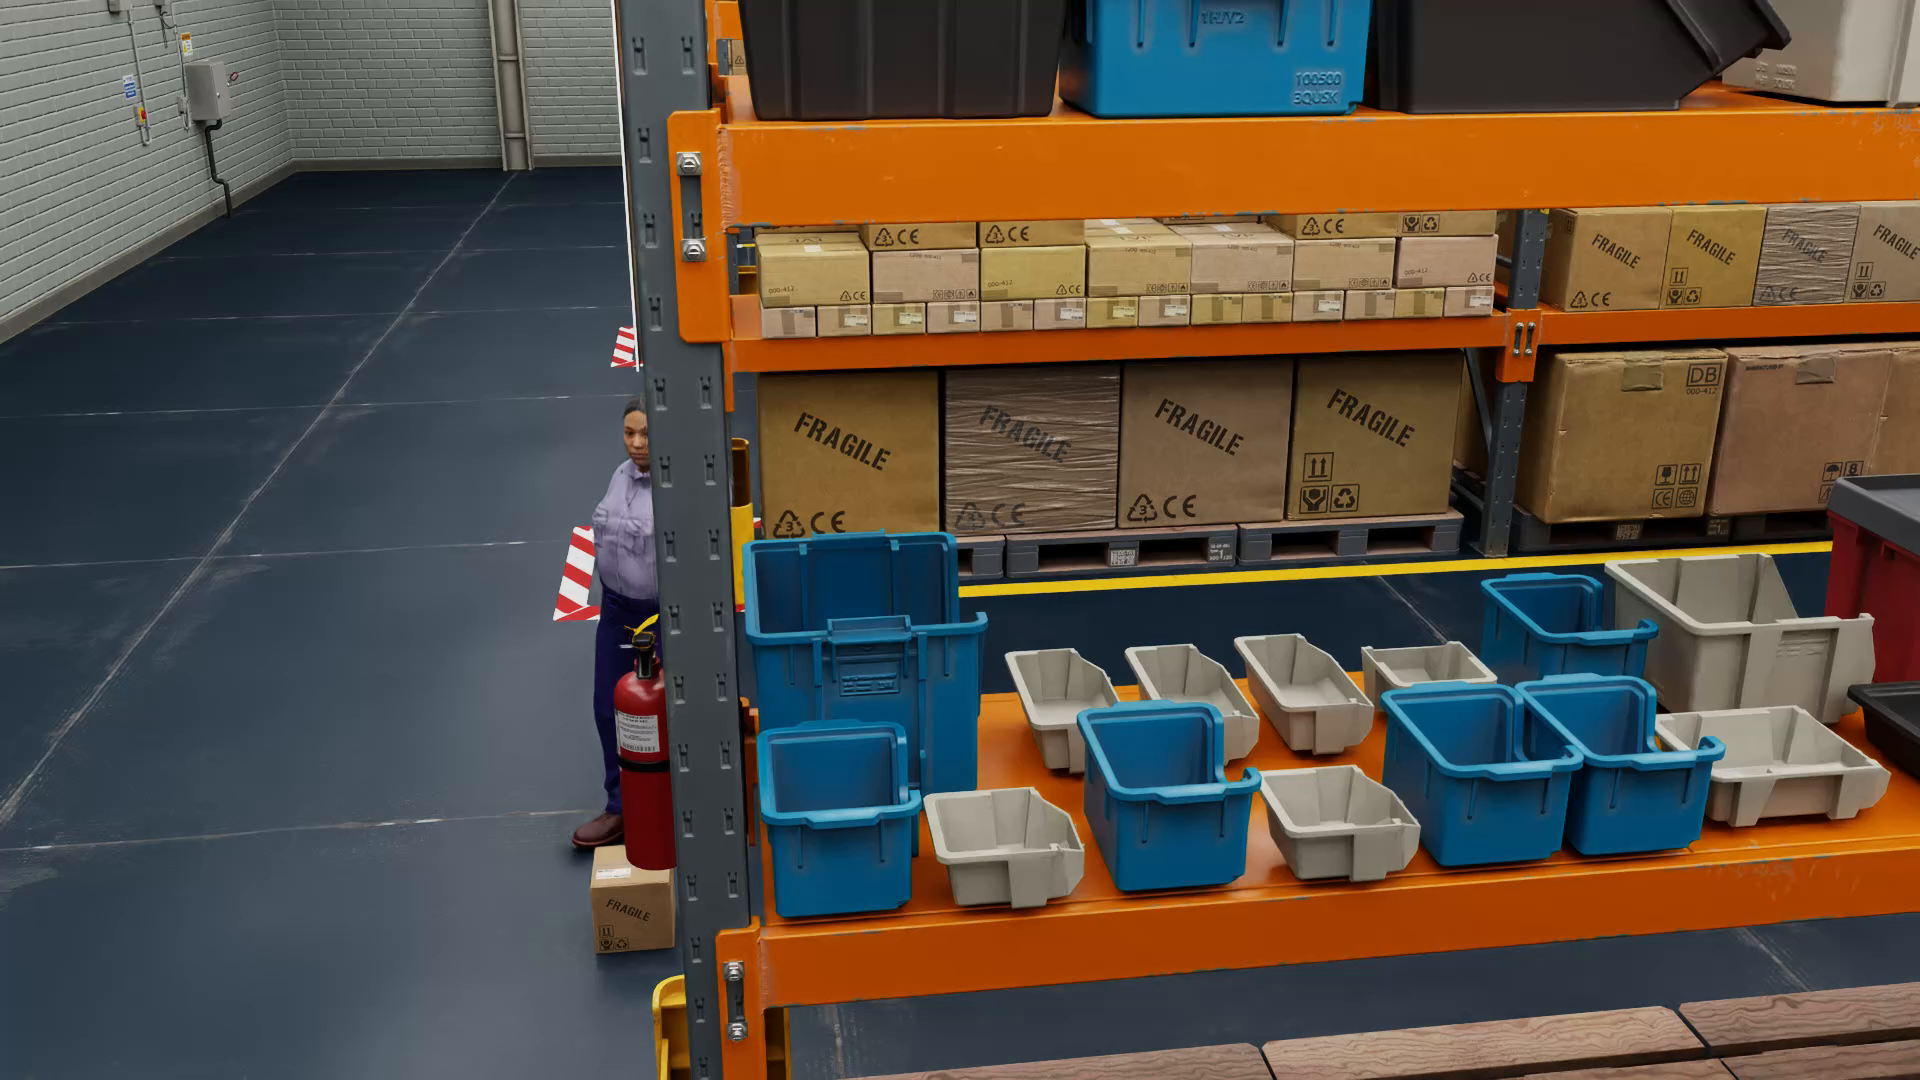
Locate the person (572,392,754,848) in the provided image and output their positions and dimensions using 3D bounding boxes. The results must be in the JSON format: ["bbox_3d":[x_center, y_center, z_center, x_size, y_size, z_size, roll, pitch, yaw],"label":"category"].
[{"bbox_3d":[-1.043,0.271,5.839,0.492,1.622,0.748,17,26,39],"label":"person"}]
